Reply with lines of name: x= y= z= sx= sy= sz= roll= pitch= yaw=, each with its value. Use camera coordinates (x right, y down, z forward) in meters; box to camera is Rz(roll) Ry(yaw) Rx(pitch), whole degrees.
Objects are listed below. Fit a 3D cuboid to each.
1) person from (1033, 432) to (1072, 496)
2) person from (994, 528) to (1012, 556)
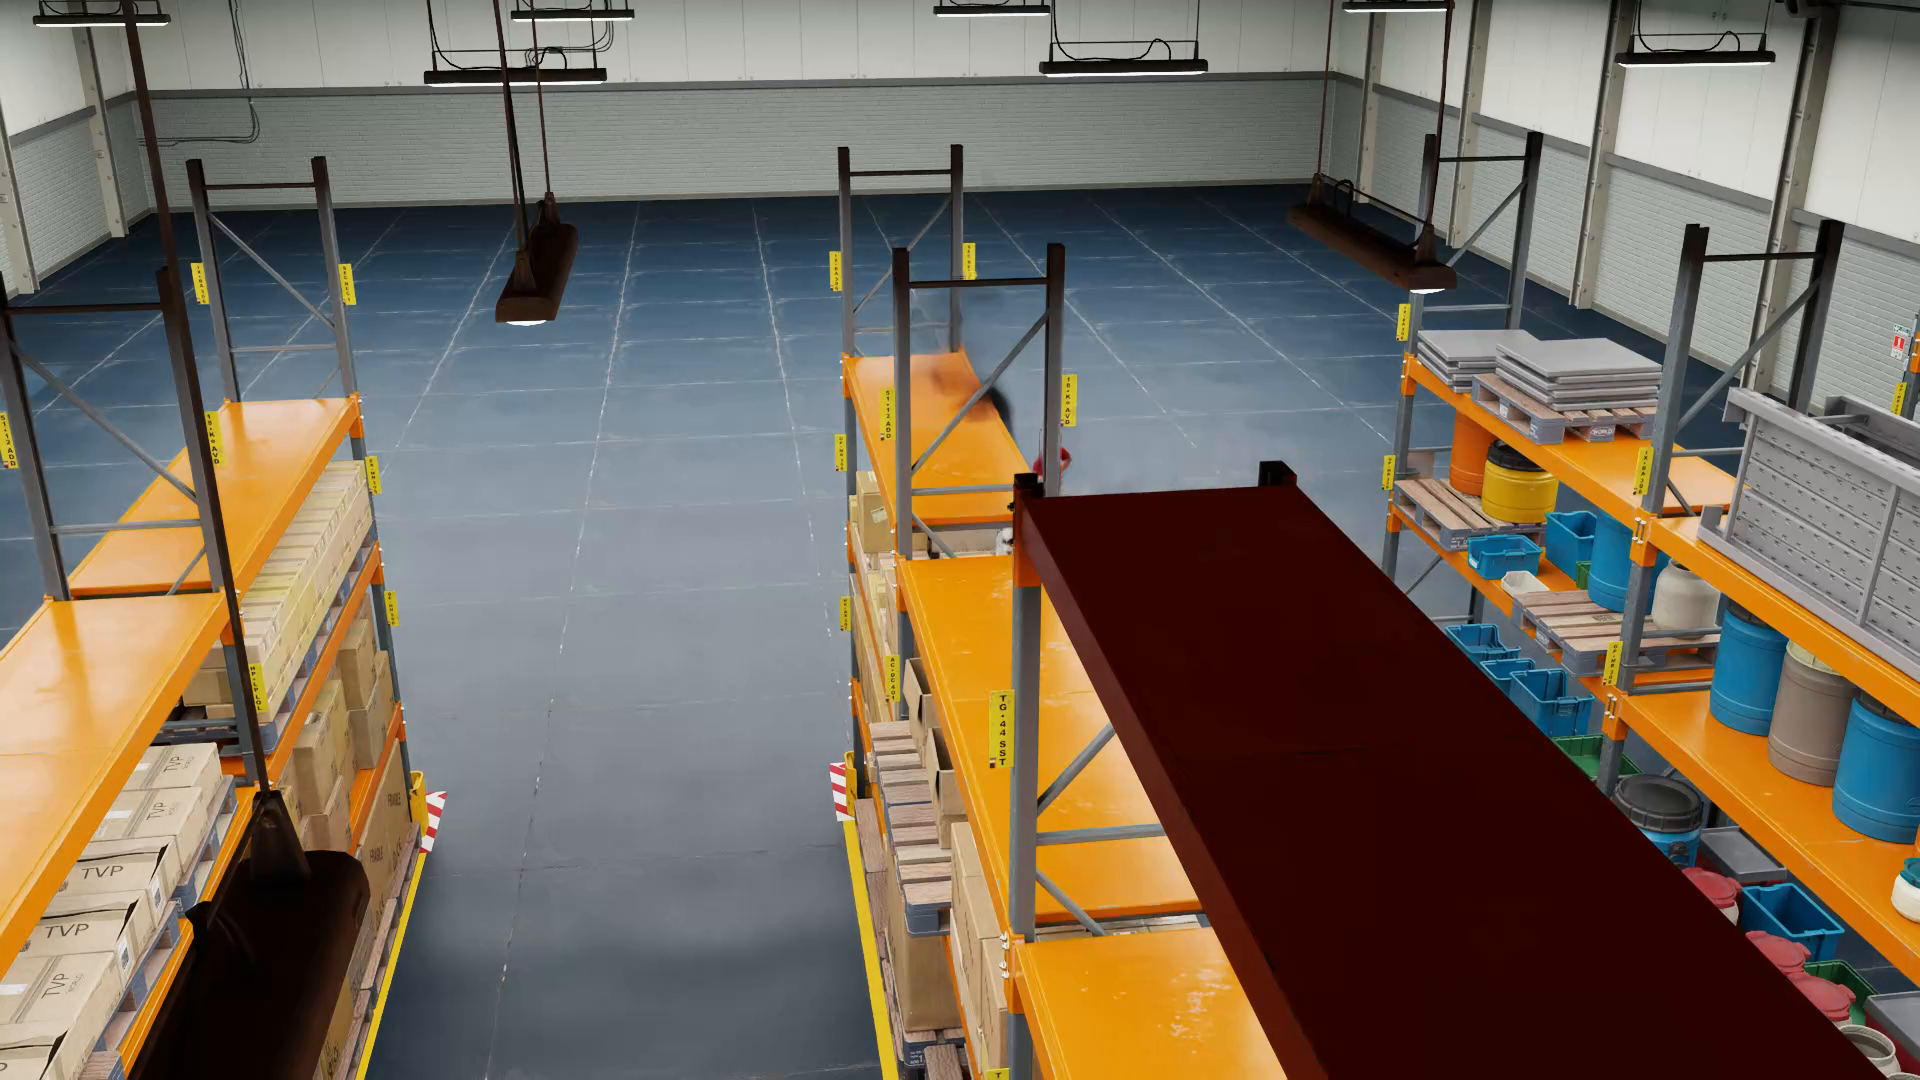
person: x=1.054 y=-0.585 z=20.812 sx=0.702 sy=1.738 sz=0.637 roll=3 pitch=22 yaw=7
person: x=0.565 y=0.310 z=18.633 sx=0.612 sy=1.665 sz=0.575 roll=7 pitch=23 yaw=18
